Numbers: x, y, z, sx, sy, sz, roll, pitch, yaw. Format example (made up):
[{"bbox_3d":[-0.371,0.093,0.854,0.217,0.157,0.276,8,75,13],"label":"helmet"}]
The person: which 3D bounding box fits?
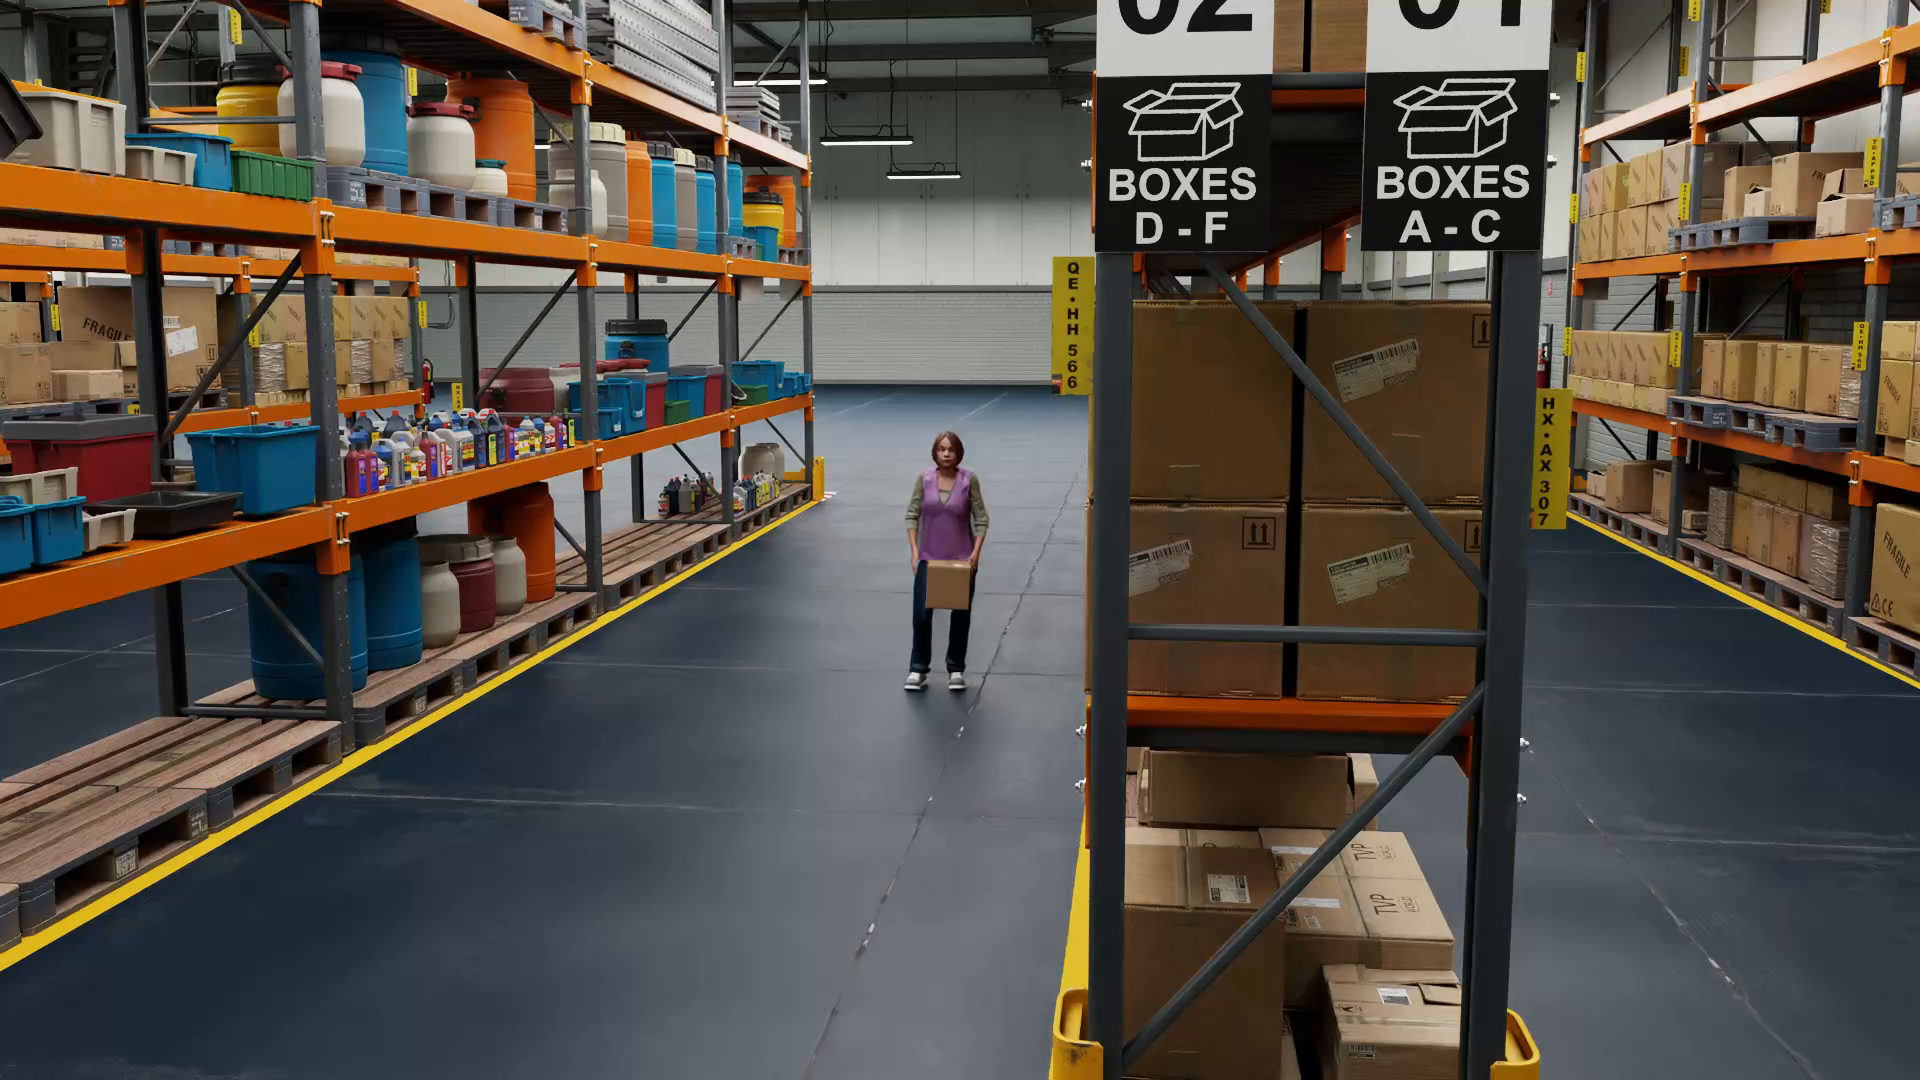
[{"bbox_3d":[-0.081,0.128,9.984,0.513,1.574,0.429,1,8,4],"label":"person"}]
